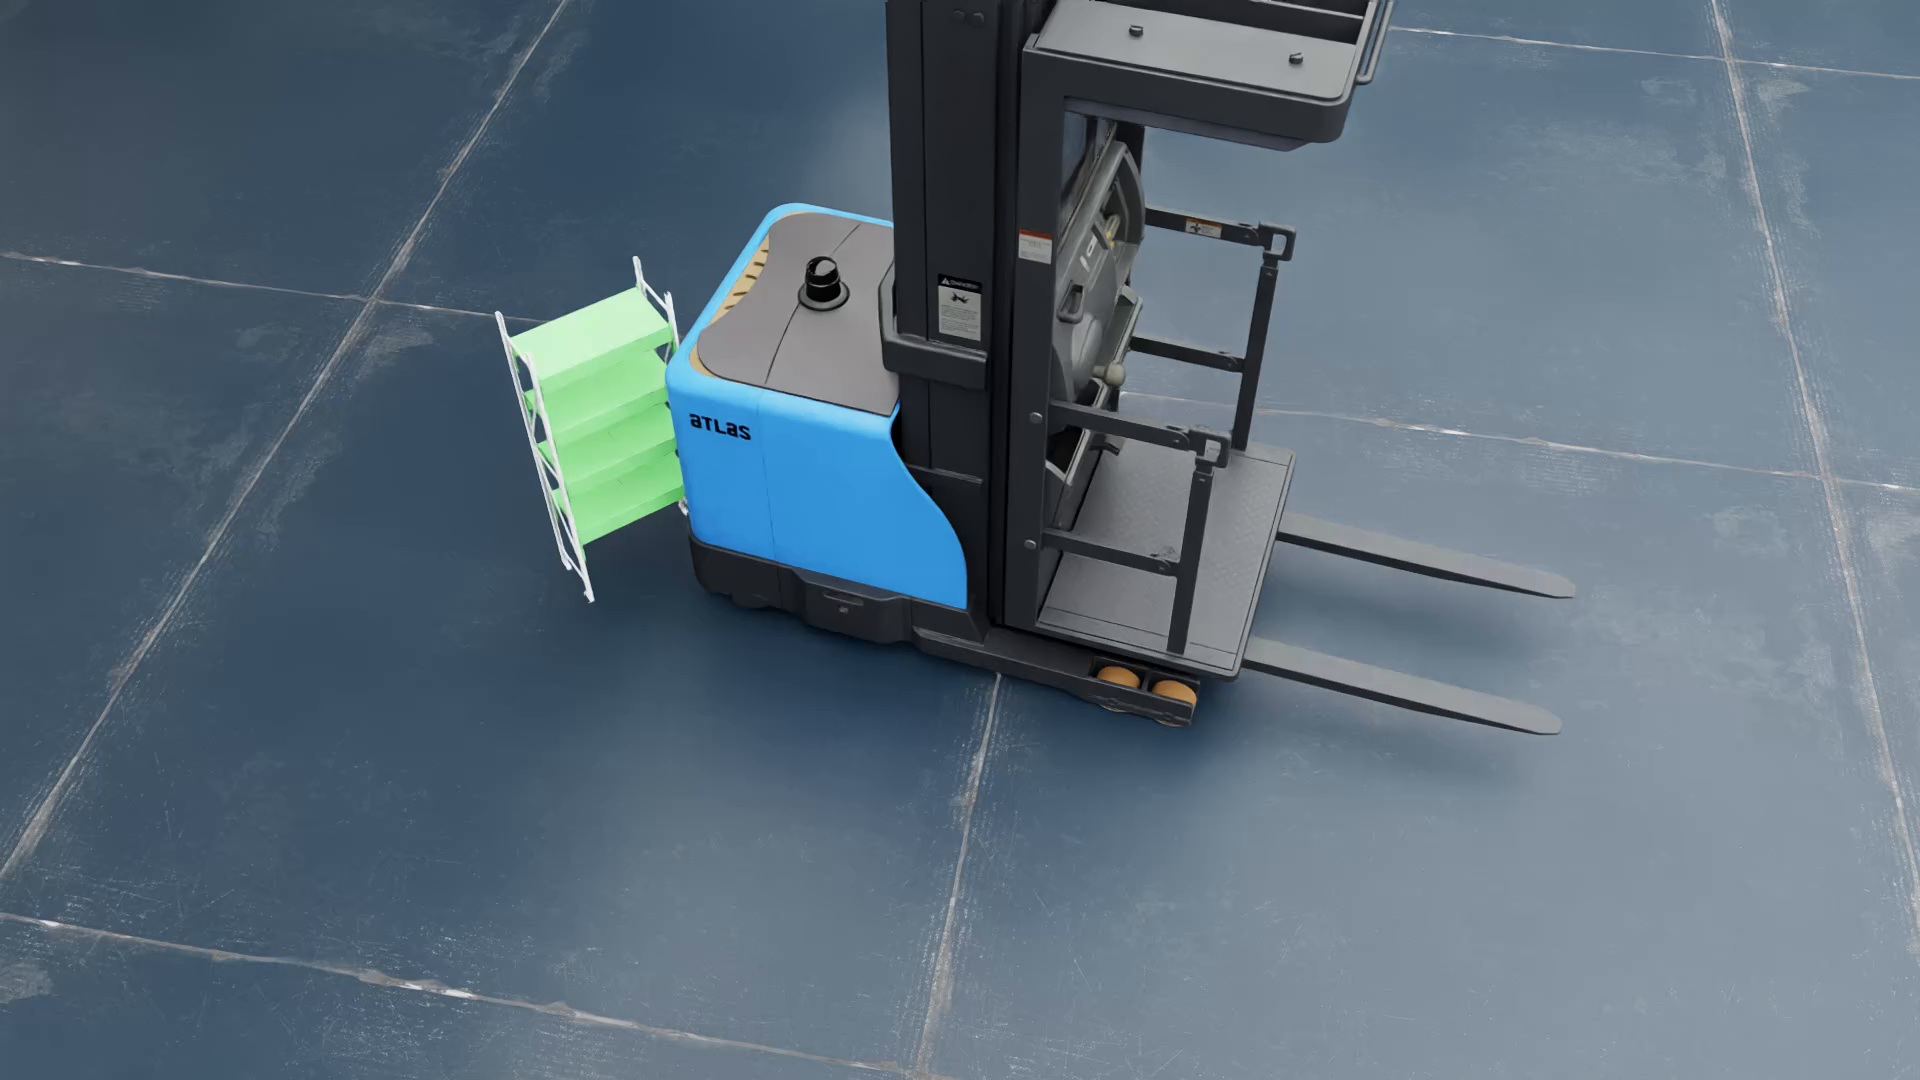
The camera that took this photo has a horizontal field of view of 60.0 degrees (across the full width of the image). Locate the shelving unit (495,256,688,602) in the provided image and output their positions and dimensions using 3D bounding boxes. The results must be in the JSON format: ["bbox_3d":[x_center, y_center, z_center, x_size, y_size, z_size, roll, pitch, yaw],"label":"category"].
[{"bbox_3d":[-1.204,-0.355,5.762,0.503,1.200,0.258,-27,54,-22],"label":"shelving unit"}]

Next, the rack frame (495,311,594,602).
[{"bbox_3d":[-1.405,-0.252,5.670,0.015,1.200,0.240,-27,54,-22],"label":"rack frame"}]

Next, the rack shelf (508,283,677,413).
[{"bbox_3d":[-1.204,-0.633,5.453,0.480,0.148,0.258,-27,54,-22],"label":"rack shelf"}]

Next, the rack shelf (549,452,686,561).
[{"bbox_3d":[-1.204,-0.152,5.989,0.480,0.148,0.258,-27,54,-22],"label":"rack shelf"}]

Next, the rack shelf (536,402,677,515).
[{"bbox_3d":[-1.204,-0.312,5.810,0.480,0.148,0.258,-27,54,-22],"label":"rack shelf"}]

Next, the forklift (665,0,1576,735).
[{"bbox_3d":[0.610,-0.791,4.990,3.031,2.935,1.130,14,50,12],"label":"forklift"}]

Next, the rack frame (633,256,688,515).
[{"bbox_3d":[-1.003,-0.458,5.855,0.015,1.200,0.240,-27,54,-22],"label":"rack frame"}]

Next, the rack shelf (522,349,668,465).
[{"bbox_3d":[-1.204,-0.473,5.632,0.480,0.148,0.258,-27,54,-22],"label":"rack shelf"}]
